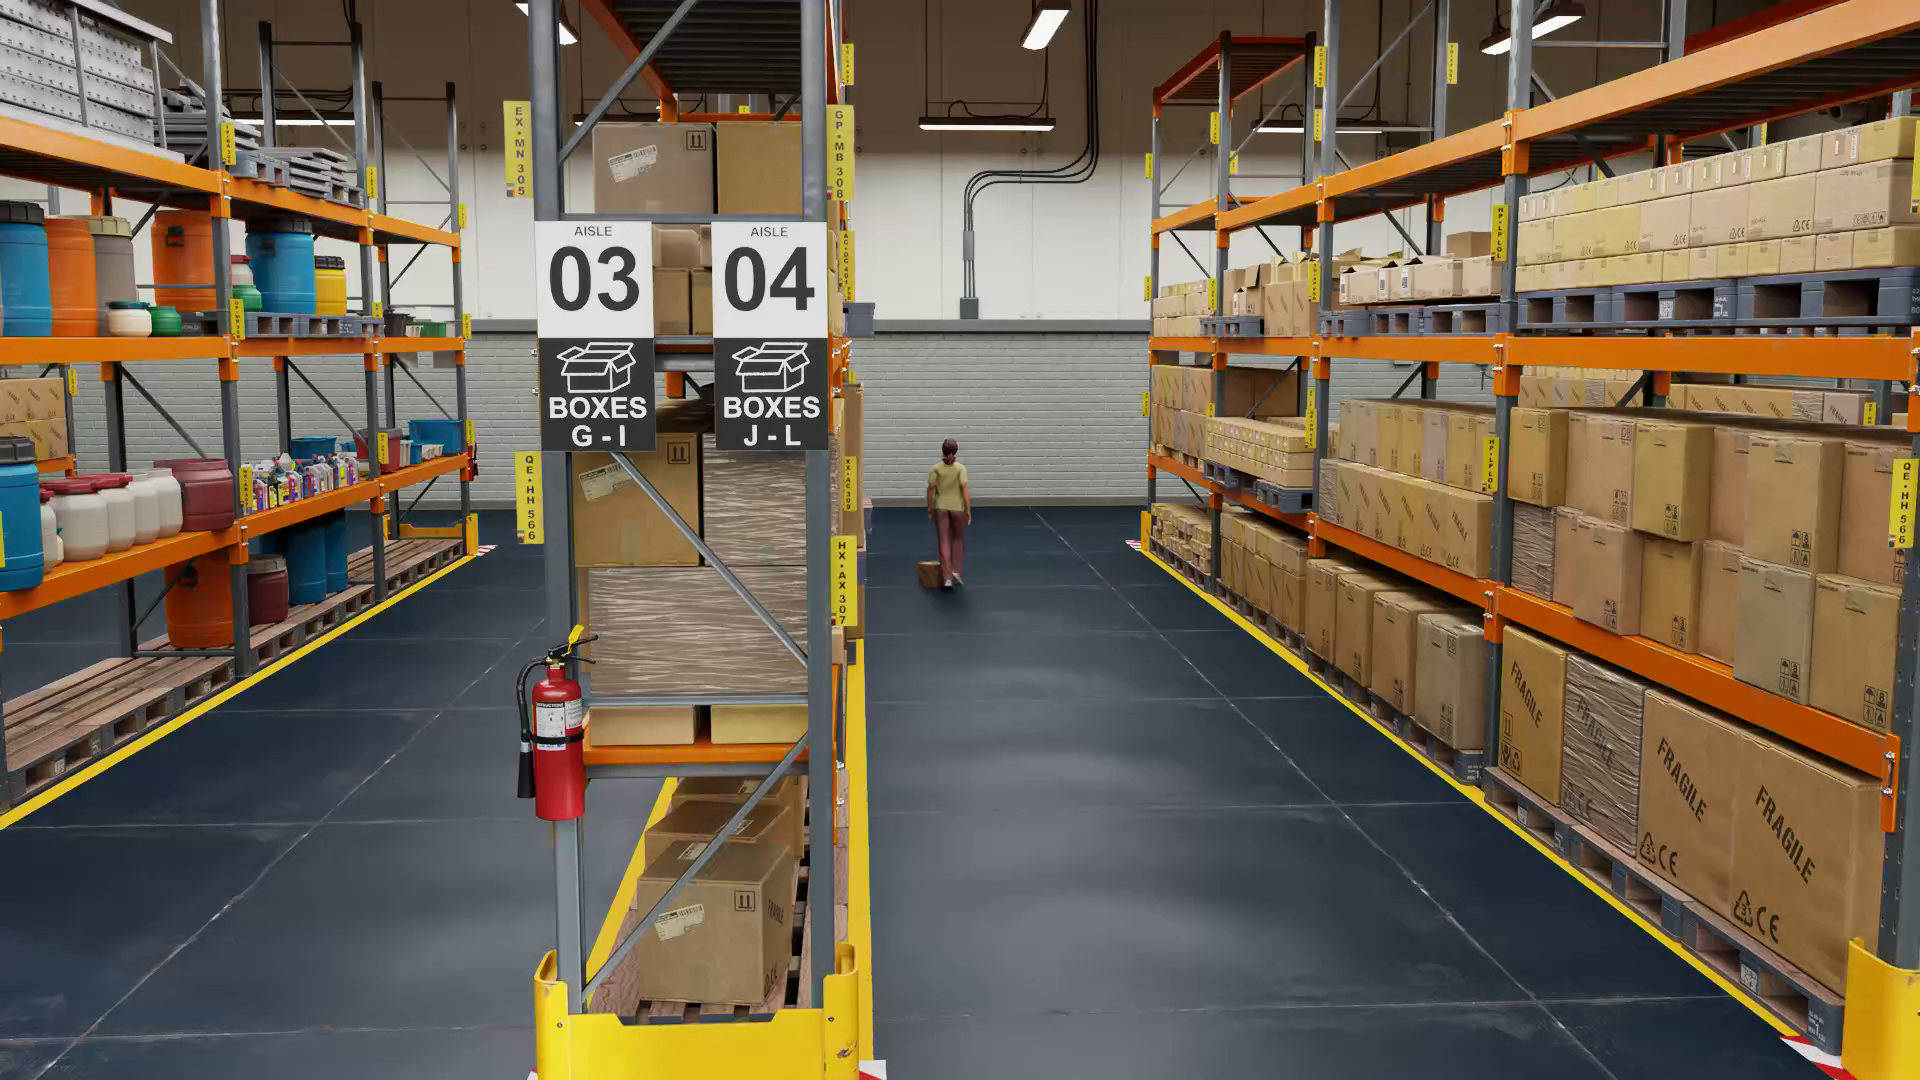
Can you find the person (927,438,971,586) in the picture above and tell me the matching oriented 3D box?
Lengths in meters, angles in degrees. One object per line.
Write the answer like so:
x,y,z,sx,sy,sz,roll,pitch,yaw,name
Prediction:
-0.134,-0.294,18.763,0.490,1.712,0.693,-1,7,-4,person
